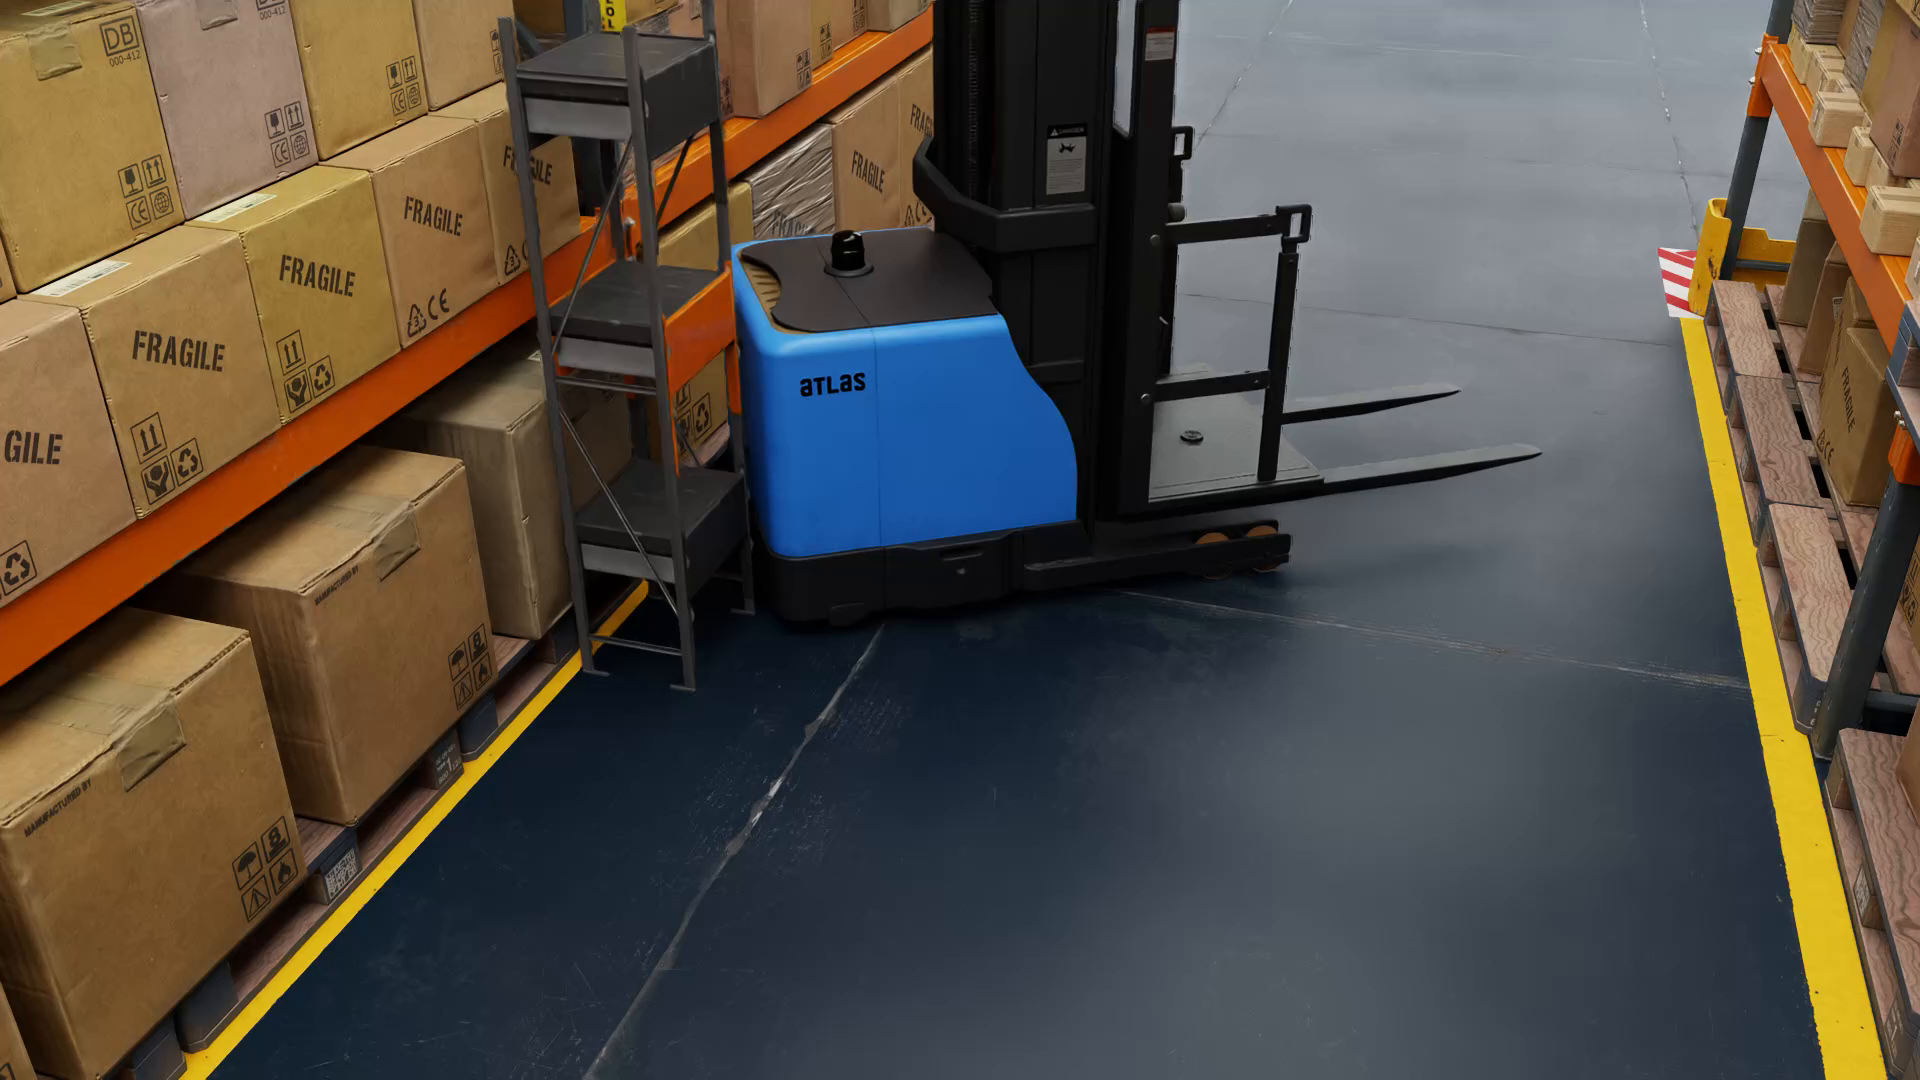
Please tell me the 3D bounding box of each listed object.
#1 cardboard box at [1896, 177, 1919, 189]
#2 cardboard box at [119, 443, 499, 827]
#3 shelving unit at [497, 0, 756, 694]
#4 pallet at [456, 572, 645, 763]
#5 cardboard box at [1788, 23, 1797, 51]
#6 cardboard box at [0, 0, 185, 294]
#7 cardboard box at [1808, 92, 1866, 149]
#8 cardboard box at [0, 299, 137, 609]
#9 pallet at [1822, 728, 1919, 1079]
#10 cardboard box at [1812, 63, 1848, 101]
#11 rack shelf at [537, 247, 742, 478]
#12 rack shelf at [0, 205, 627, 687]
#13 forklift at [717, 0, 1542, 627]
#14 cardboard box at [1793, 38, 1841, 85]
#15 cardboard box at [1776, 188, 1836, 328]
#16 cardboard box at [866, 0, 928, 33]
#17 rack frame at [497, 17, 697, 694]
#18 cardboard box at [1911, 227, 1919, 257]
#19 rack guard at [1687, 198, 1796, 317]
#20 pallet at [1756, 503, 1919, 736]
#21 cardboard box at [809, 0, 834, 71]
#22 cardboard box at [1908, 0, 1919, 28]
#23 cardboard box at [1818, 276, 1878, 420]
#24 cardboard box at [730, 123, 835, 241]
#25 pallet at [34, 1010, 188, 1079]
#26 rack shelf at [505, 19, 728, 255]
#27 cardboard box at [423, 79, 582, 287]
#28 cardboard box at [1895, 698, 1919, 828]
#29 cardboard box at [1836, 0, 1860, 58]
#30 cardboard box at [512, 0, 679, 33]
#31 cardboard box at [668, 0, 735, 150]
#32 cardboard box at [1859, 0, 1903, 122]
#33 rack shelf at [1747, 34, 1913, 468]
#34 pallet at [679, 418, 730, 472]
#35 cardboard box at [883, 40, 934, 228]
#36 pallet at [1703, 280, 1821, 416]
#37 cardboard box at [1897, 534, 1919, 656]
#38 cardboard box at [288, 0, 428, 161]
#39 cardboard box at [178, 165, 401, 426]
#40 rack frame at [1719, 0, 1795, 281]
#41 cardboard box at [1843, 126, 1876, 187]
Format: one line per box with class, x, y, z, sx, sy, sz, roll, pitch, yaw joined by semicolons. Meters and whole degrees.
cardboard box;3.250;-1.082;5.368;0.380;0.149;0.250;8;30;15
cardboard box;-2.006;0.196;4.694;1.050;0.750;0.750;8;30;15
shelving unit;-0.970;-0.565;5.101;0.431;2.100;0.503;9;31;15
pallet;-1.777;0.235;5.610;1.003;0.211;1.213;8;30;15
cardboard box;3.951;-2.249;7.465;0.380;0.149;0.250;8;30;15
cardboard box;-2.210;-0.893;3.639;0.700;0.500;0.500;8;30;14
cardboard box;3.418;-1.565;6.237;0.380;0.149;0.250;8;30;15
cardboard box;-2.112;-0.179;3.383;0.500;0.500;0.500;8;30;15
pallet;2.862;0.983;4.266;1.003;0.211;1.213;8;30;15
cardboard box;3.638;-1.787;6.635;0.380;0.149;0.250;8;30;15
rack shelf;-0.970;-0.553;5.108;0.431;0.518;0.480;9;31;15
rack shelf;-2.210;-0.109;4.100;1.077;0.370;4.000;8;30;15
forklift;0.696;-1.377;5.710;3.031;2.935;1.130;-8;30;-14
cardboard box;3.772;-2.021;7.056;0.380;0.149;0.250;8;30;15
cardboard box;4.064;-1.260;7.569;0.500;0.500;0.500;14;32;24
cardboard box;-0.655;-2.840;8.114;0.875;0.550;0.550;8;30;15
rack frame;-1.041;-0.451;4.898;0.400;2.100;0.015;9;31;15
cardboard box;3.084;-0.852;4.955;0.380;0.149;0.250;8;30;15
rack guard;4.241;-1.329;8.125;1.175;0.500;0.348;8;30;15
pallet;3.252;0.303;5.487;1.003;0.211;1.213;8;30;15
cardboard box;-1.056;-2.345;7.226;0.875;0.550;0.500;8;30;15
cardboard box;3.103;-1.690;4.764;0.500;0.500;0.500;8;30;15
cardboard box;3.719;-0.689;6.543;0.500;0.500;0.500;11;31;20
cardboard box;-1.111;-1.309;7.272;0.875;0.875;0.875;9;30;15
pallet;-2.494;1.369;3.572;1.003;0.211;1.213;8;30;15
rack shelf;-0.969;-1.163;4.764;0.431;0.518;0.480;9;31;15
cardboard box;-1.521;-1.116;5.067;0.500;0.500;0.500;8;30;15
cardboard box;2.888;0.584;4.233;0.700;0.500;0.500;6;30;11
cardboard box;4.043;-2.129;6.583;0.875;0.500;0.500;8;30;15
cardboard box;-1.482;-2.057;5.596;0.875;0.550;0.550;8;30;15
cardboard box;-1.386;-1.850;6.336;0.875;0.550;0.550;8;30;15
cardboard box;3.697;-1.672;5.762;0.875;0.500;0.500;8;30;15
rack shelf;3.676;-1.213;6.085;1.077;0.370;4.000;8;30;15
pallet;-1.325;-0.476;6.889;1.003;0.211;1.213;8;30;15
cardboard box;-0.585;-2.142;8.769;0.875;0.875;0.875;9;30;15
pallet;3.968;-0.830;7.526;1.003;0.211;1.213;8;30;15
cardboard box;3.244;0.131;5.069;0.500;0.500;0.500;8;30;13
cardboard box;-1.912;-1.362;4.482;0.700;0.500;0.500;8;30;14
cardboard box;-1.817;-0.646;4.223;0.500;0.500;0.500;9;30;15
rack frame;4.263;-2.457;7.581;1.000;3.000;0.127;8;30;15
cardboard box;3.325;-1.325;5.805;0.380;0.149;0.250;8;30;15
